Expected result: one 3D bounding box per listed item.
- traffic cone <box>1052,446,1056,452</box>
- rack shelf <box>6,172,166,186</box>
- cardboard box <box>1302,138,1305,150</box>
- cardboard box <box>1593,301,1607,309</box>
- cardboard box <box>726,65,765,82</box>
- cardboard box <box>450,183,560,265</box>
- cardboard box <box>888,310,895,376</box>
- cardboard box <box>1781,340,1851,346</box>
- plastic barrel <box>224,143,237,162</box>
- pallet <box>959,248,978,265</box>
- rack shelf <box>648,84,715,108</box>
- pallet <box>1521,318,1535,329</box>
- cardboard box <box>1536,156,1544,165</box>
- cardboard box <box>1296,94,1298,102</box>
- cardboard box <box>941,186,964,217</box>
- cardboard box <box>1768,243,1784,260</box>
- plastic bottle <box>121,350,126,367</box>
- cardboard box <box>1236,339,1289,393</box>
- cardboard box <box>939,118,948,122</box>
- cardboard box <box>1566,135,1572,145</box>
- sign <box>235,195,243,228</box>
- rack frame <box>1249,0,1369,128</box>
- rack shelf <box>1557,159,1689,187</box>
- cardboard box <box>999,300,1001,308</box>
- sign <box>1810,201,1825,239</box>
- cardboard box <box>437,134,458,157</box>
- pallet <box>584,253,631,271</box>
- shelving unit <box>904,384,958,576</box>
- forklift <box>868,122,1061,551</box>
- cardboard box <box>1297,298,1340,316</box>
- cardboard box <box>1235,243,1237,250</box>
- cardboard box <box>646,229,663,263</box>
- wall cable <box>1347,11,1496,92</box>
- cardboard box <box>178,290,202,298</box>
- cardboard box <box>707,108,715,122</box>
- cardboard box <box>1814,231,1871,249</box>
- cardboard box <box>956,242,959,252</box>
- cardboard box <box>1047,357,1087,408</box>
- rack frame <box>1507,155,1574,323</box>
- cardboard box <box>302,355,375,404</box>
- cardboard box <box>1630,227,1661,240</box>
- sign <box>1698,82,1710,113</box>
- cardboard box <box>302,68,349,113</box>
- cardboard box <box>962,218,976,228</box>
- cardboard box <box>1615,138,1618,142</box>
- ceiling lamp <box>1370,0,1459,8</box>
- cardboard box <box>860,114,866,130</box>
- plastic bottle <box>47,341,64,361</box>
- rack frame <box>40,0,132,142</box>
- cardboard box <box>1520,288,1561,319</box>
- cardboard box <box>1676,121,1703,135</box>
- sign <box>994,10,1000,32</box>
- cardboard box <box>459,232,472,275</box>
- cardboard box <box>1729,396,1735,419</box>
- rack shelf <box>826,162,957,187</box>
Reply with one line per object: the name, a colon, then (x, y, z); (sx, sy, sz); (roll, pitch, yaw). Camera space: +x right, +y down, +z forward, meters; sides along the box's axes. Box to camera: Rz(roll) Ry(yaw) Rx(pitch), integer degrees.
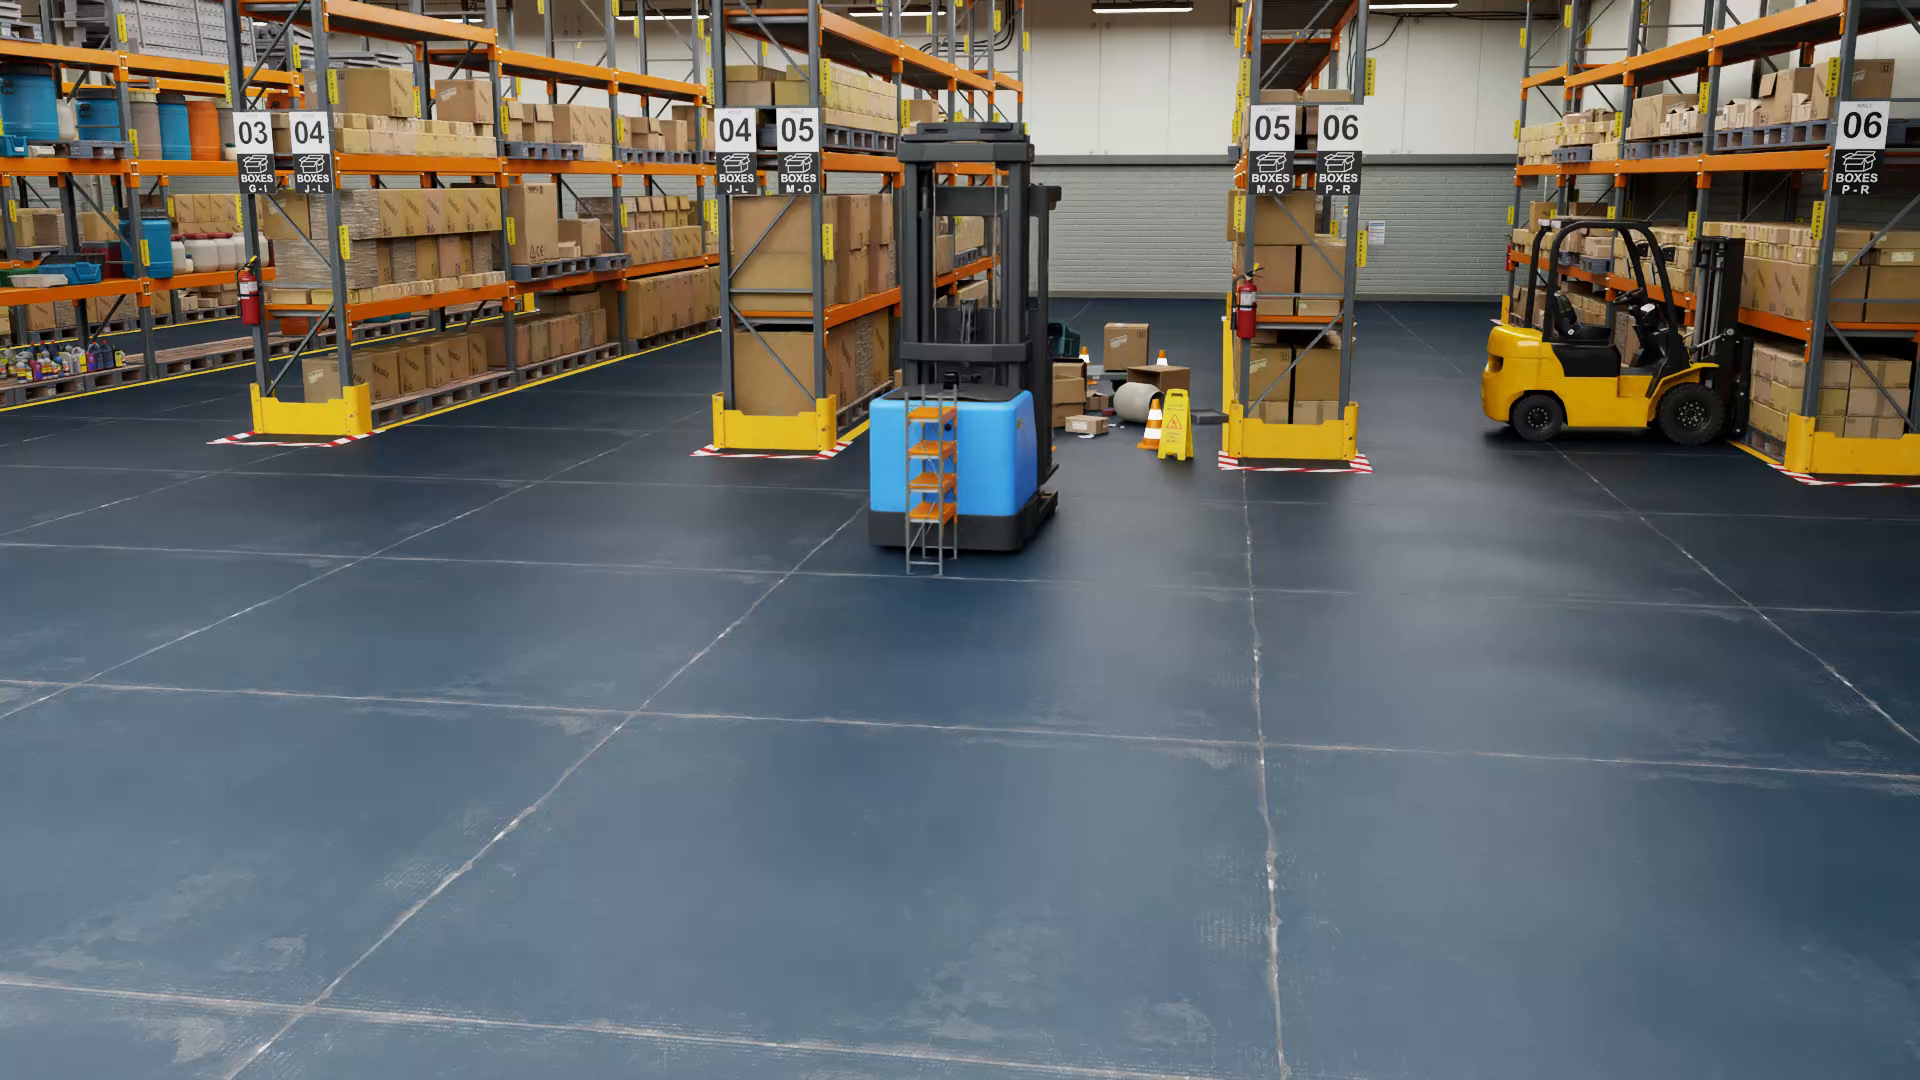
traffic cone: (0.750, -1.100, 16.000); (0.336, 0.463, 0.334); (2, 12, 9)
rack shelf: (-14.935, -6.083, 27.687); (1.077, 0.370, 4.000); (2, 12, 9)
cardboard box: (3.556, -3.865, 16.285); (0.380, 0.149, 0.250); (1, 12, 7)
cardboard box: (9.249, -3.325, 23.700); (0.380, 0.149, 0.250); (2, 12, 10)
cardboard box: (-2.083, -4.452, 15.880); (0.380, 0.149, 0.250); (2, 12, 9)
cardboard box: (-5.809, -4.057, 21.278); (1.000, 1.000, 1.000); (2, 12, 9)
cardboard box: (-1.178, -2.454, 20.602); (1.050, 0.750, 0.750); (2, 12, 8)
cardboard box: (8.520, -1.842, 16.577); (0.500, 0.250, 0.500); (2, 12, 8)
plastic barrel: (-10.313, -5.517, 23.682); (0.301, 0.262, 0.301); (0, 12, 0)
pallet: (-0.305, -4.368, 25.598); (1.003, 0.211, 1.213); (2, 12, 9)
rack shelf: (-4.532, -7.865, 29.784); (1.077, 0.370, 4.000); (2, 12, 9)
pallet: (10.150, -3.616, 28.273); (1.003, 0.211, 1.213); (2, 12, 9)
cardboard box: (9.829, -6.331, 27.728); (0.380, 0.149, 0.250); (2, 12, 10)
cardboard box: (3.056, -4.214, 16.013); (0.380, 0.149, 0.250); (2, 12, 9)
cardboard box: (-0.149, -5.671, 27.871); (0.500, 0.500, 0.500); (1, 12, 7)
cardboard box: (7.943, -2.746, 15.836); (0.380, 0.149, 0.250); (1, 12, 7)
plastic bottle: (-10.712, -2.320, 21.235); (0.097, 0.201, 0.097); (0, 12, 0)
cardboard box: (3.050, -1.756, 16.769); (0.500, 0.500, 0.500); (2, 12, 11)
cardboard box: (-0.433, -5.498, 22.243); (0.500, 0.311, 0.500); (2, 12, 9)
cardboard box: (9.280, -5.972, 24.825); (0.380, 0.149, 0.250); (2, 12, 9)
sign: (-7.230, -3.308, 16.723); (0.100, 0.325, 0.005); (2, 12, 9)
rack frame: (3.107, -5.177, 14.653); (1.000, 3.000, 0.127); (2, 12, 9)
rack shelf: (9.550, -5.280, 23.962); (1.077, 0.370, 4.000); (2, 12, 9)
cardboard box: (0.582, -4.174, 29.305); (0.380, 0.149, 0.250); (2, 12, 8)
sign: (7.478, -2.786, 14.491); (0.100, 0.325, 0.005); (2, 12, 9)
cardboard box: (-6.046, -4.473, 18.863); (0.500, 0.250, 0.500); (2, 12, 8)
pallet: (-5.459, -3.985, 23.819); (1.213, 0.211, 1.003); (2, 12, 9)
shelving unit: (-0.186, -0.405, 11.023); (0.258, 1.200, 0.503); (2, 12, 11)
forklift: (0.156, -1.619, 12.548); (1.130, 2.935, 3.031); (2, 12, 11)
cardboard box: (3.364, -2.185, 15.609); (0.380, 0.149, 0.250); (2, 12, 9)
cardboard box: (4.236, -4.296, 23.978); (0.500, 0.250, 0.500); (2, 12, 7)
cardboard box: (-4.958, -4.586, 25.915); (0.500, 0.500, 0.500); (2, 12, 8)
wall cable: (9.654, -9.596, 35.070); (2.988, 3.039, 0.133); (2, 12, 9)
cardboard box: (-14.704, -4.569, 31.414); (0.500, 0.311, 0.500); (2, 12, 9)
cardboard box: (-4.545, -7.611, 29.820); (0.500, 0.250, 0.500); (1, 12, 7)
cardboard box: (7.859, -2.677, 14.810); (0.380, 0.149, 0.250); (2, 12, 9)
cardboard box: (-0.218, -4.330, 24.563); (0.380, 0.149, 0.250); (3, 12, 11)
cardboard box: (1.011, -1.733, 18.516); (0.797, 0.637, 0.503); (2, 12, 9)
rack frame: (10.473, -5.415, 29.998); (1.000, 3.000, 0.127); (2, 12, 9)
cardboard box: (-6.572, -1.678, 17.595); (0.500, 0.500, 0.500); (4, 13, 19)
cardboard box: (8.849, -3.948, 21.418); (0.380, 0.149, 0.250); (2, 12, 10)
sign: (8.090, -4.805, 18.075); (0.100, 0.325, 0.005); (2, 12, 9)
cardboard box: (-6.696, -4.801, 17.900); (0.500, 0.500, 0.500); (2, 12, 9)
cardboard box: (0.055, -5.000, 26.263); (0.380, 0.149, 0.250); (2, 12, 8)
cardboard box: (9.119, -5.472, 22.554); (0.380, 0.149, 0.250); (2, 12, 7)
ceiling lamp: (8.585, -11.834, 31.690); (2.000, 3.185, 0.800); (2, 12, 9)
cardboard box: (-1.197, -4.358, 17.336); (0.380, 0.149, 0.250); (2, 12, 9)
plastic bottle: (-11.355, -2.319, 20.877); (0.144, 0.351, 0.185); (2, 12, 9)
rack frame: (-10.964, -6.491, 20.752); (1.000, 3.000, 0.127); (2, 12, 9)
cardboard box: (10.116, -4.097, 28.820); (0.700, 0.500, 0.500); (2, 12, 11)
cardboard box: (8.497, -4.753, 19.170); (0.380, 0.149, 0.250); (2, 12, 9)
sign: (0.595, -8.331, 26.698); (0.100, 0.325, 0.005); (2, 12, 9)
cardboard box: (-6.312, -3.397, 19.694); (0.875, 0.500, 0.500); (2, 12, 9)
cardboard box: (8.002, -1.369, 16.755); (0.500, 0.250, 0.500); (2, 12, 10)
rack shelf: (-0.877, -4.747, 21.487); (1.077, 0.370, 4.000); (2, 12, 9)
